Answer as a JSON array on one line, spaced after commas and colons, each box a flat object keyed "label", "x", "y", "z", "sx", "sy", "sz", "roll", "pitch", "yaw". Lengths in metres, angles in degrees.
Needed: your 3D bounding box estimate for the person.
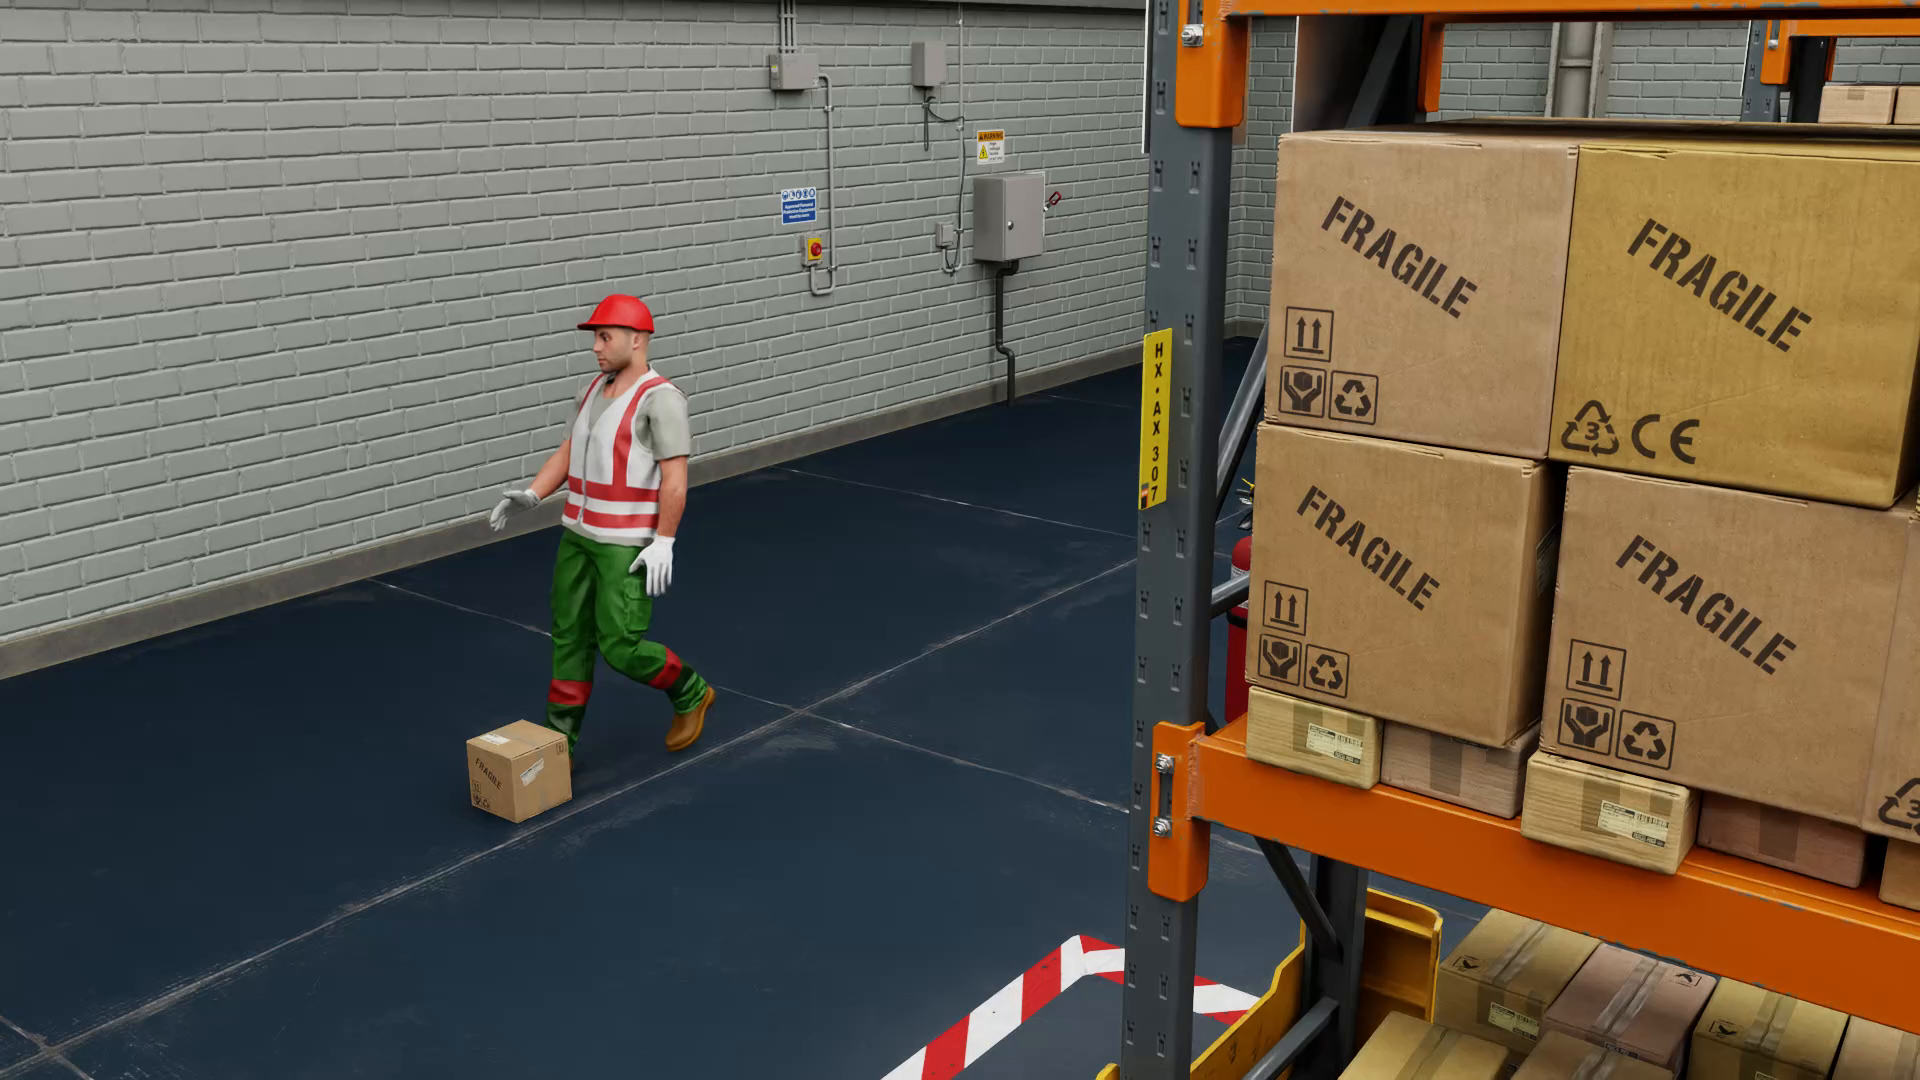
[{"label": "person", "x": -1.326, "y": 0.007, "z": 6.011, "sx": 0.619, "sy": 1.733, "sz": 0.848, "roll": 15, "pitch": 22, "yaw": 41}]
